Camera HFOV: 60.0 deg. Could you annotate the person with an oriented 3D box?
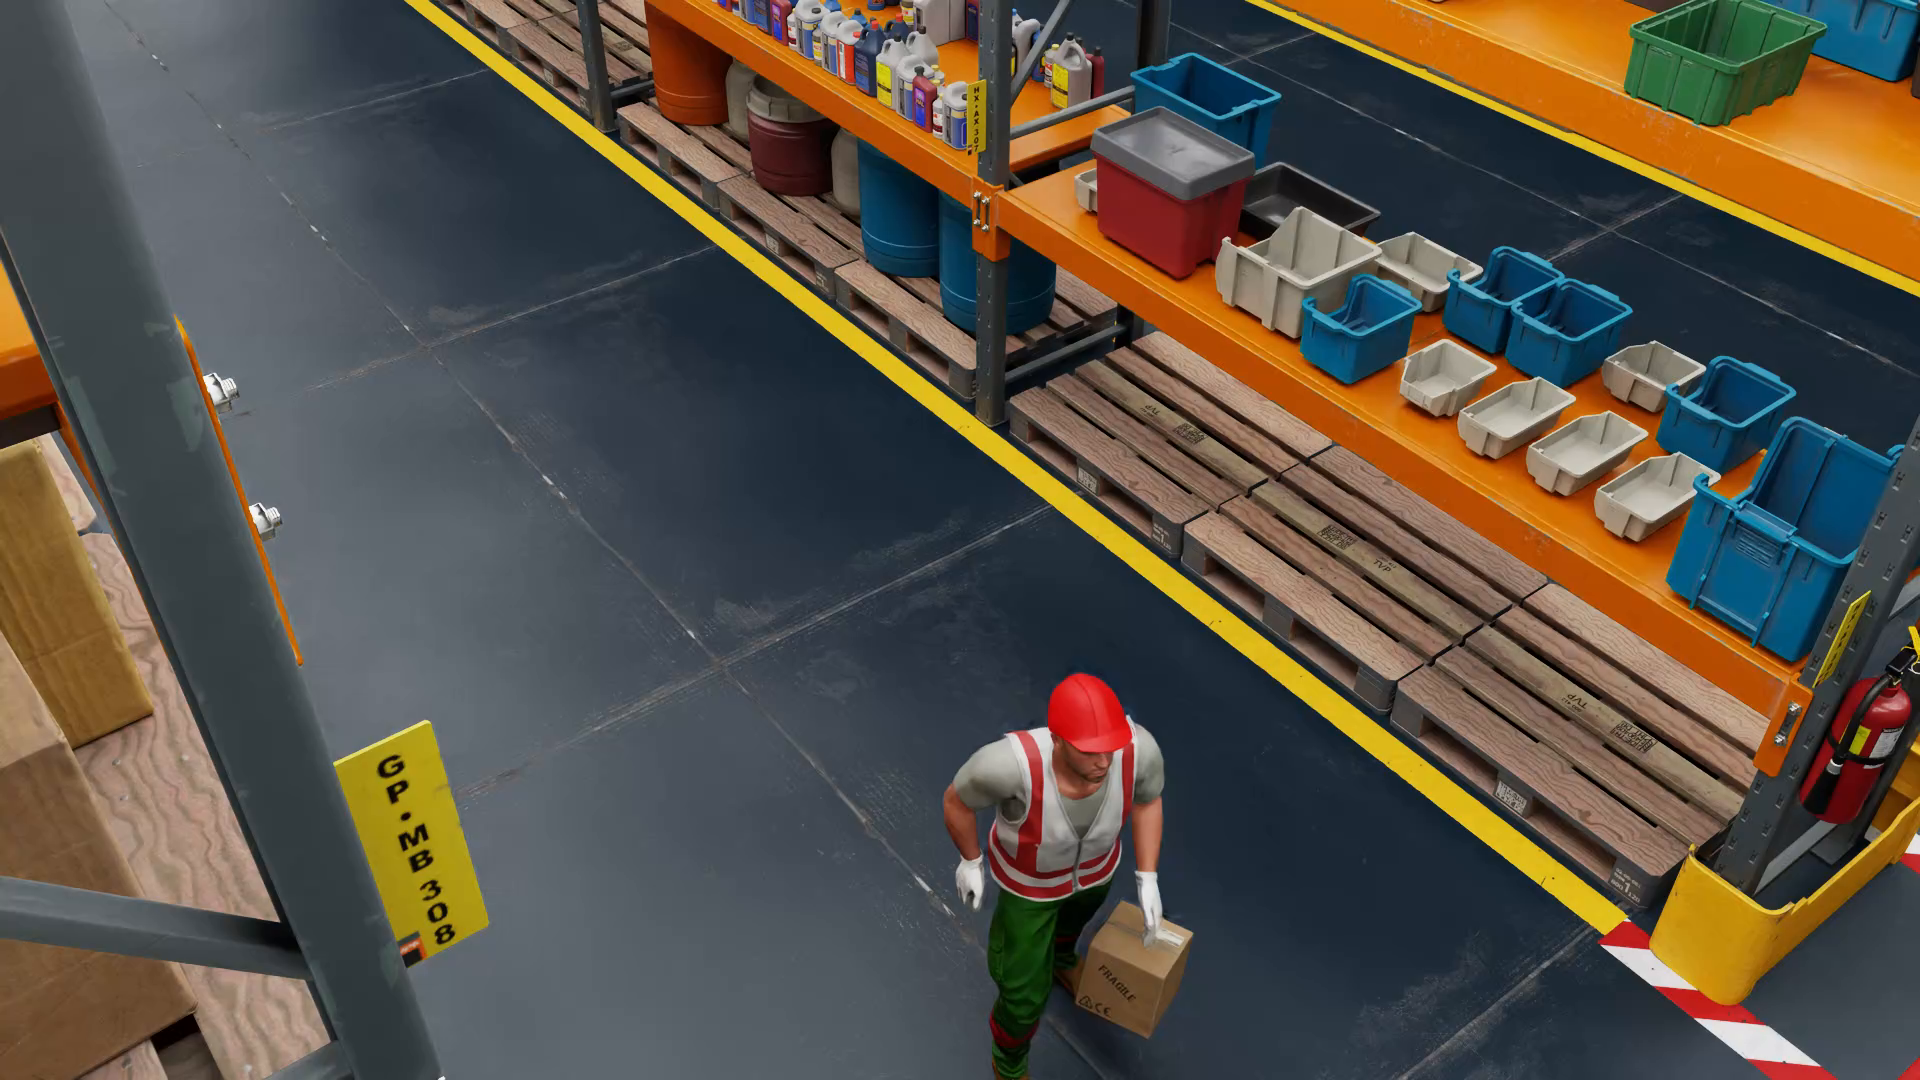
[{"bbox_3d":[0.287,0.995,4.973,0.620,1.748,0.663,-16,43,-18],"label":"person"}]
